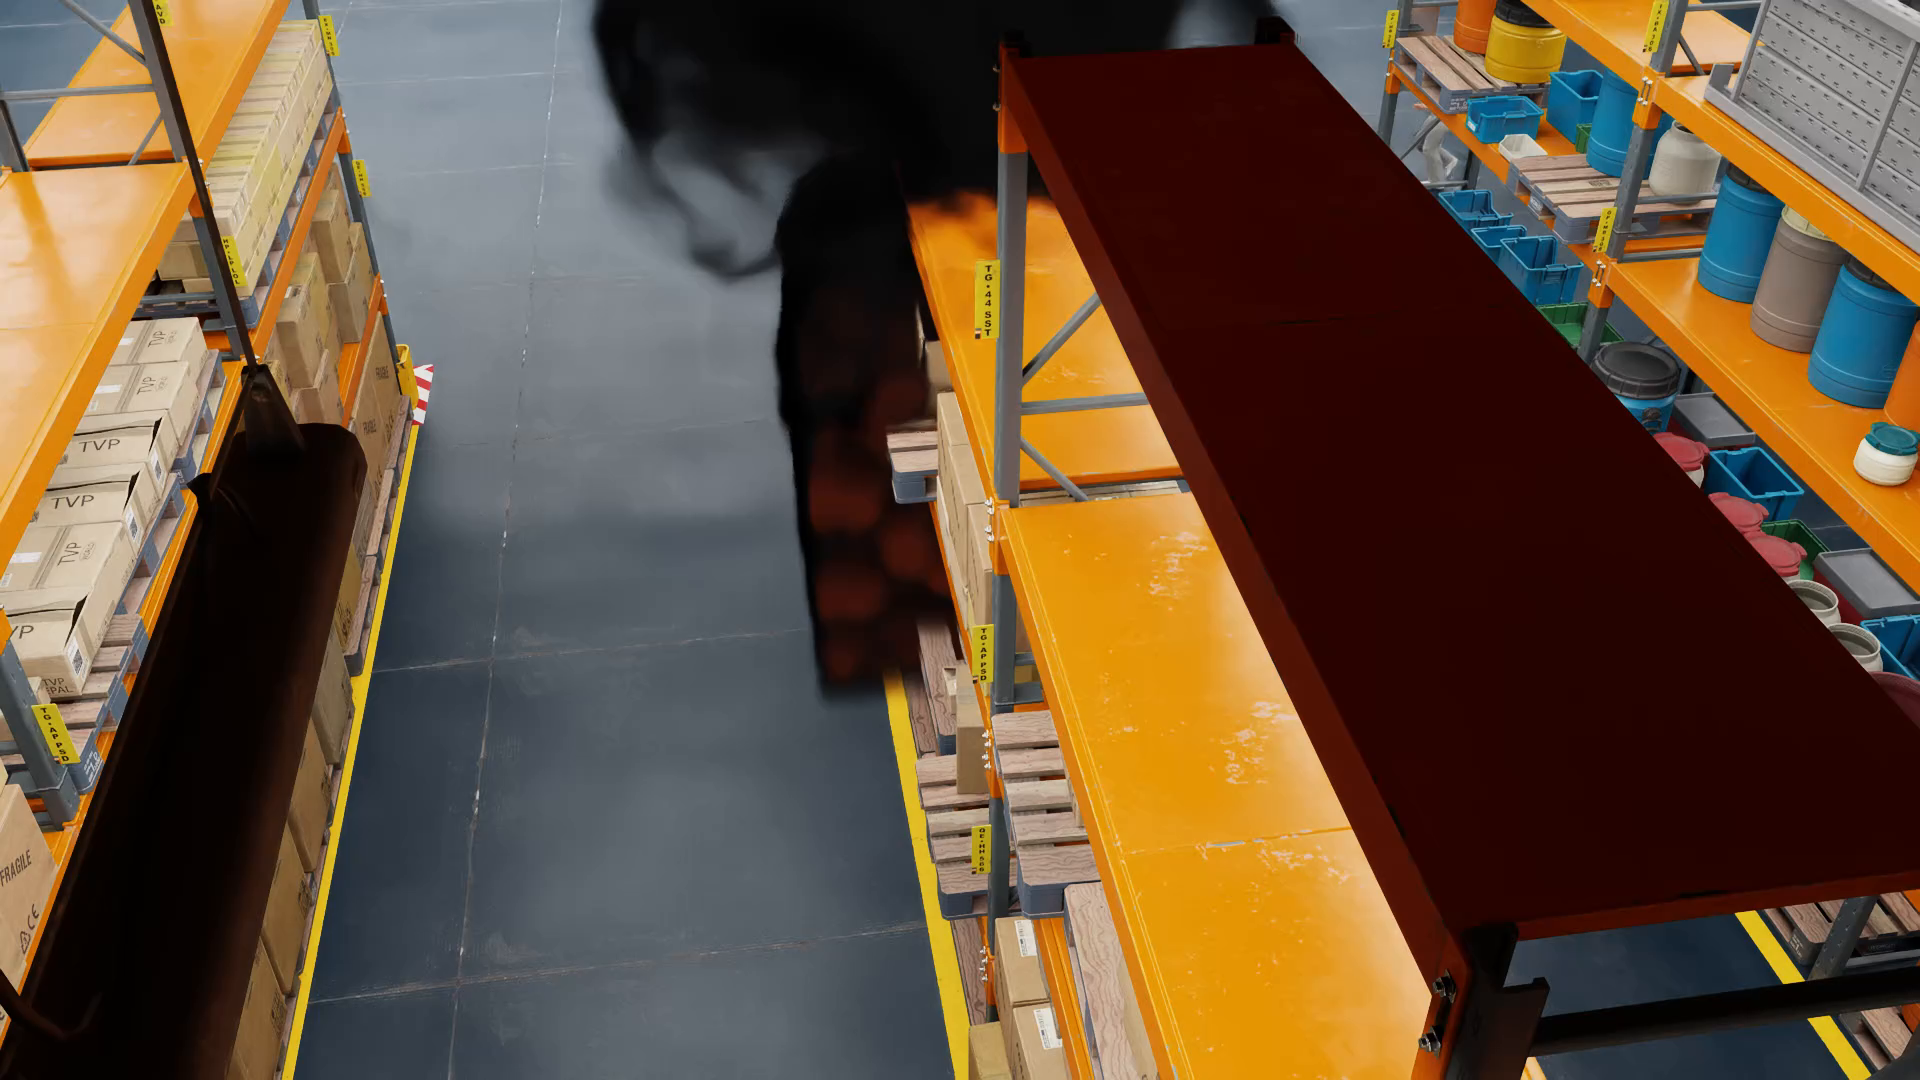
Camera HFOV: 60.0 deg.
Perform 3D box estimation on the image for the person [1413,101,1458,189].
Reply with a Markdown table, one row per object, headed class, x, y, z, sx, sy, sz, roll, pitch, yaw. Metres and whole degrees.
| class | x | y | z | sx | sy | sz | roll | pitch | yaw |
| --- | --- | --- | --- | --- | --- | --- | --- | --- | --- |
| person | 5.303 | -4.663 | 18.430 | 0.579 | 1.637 | 0.555 | 12 | 38 | 16 |
